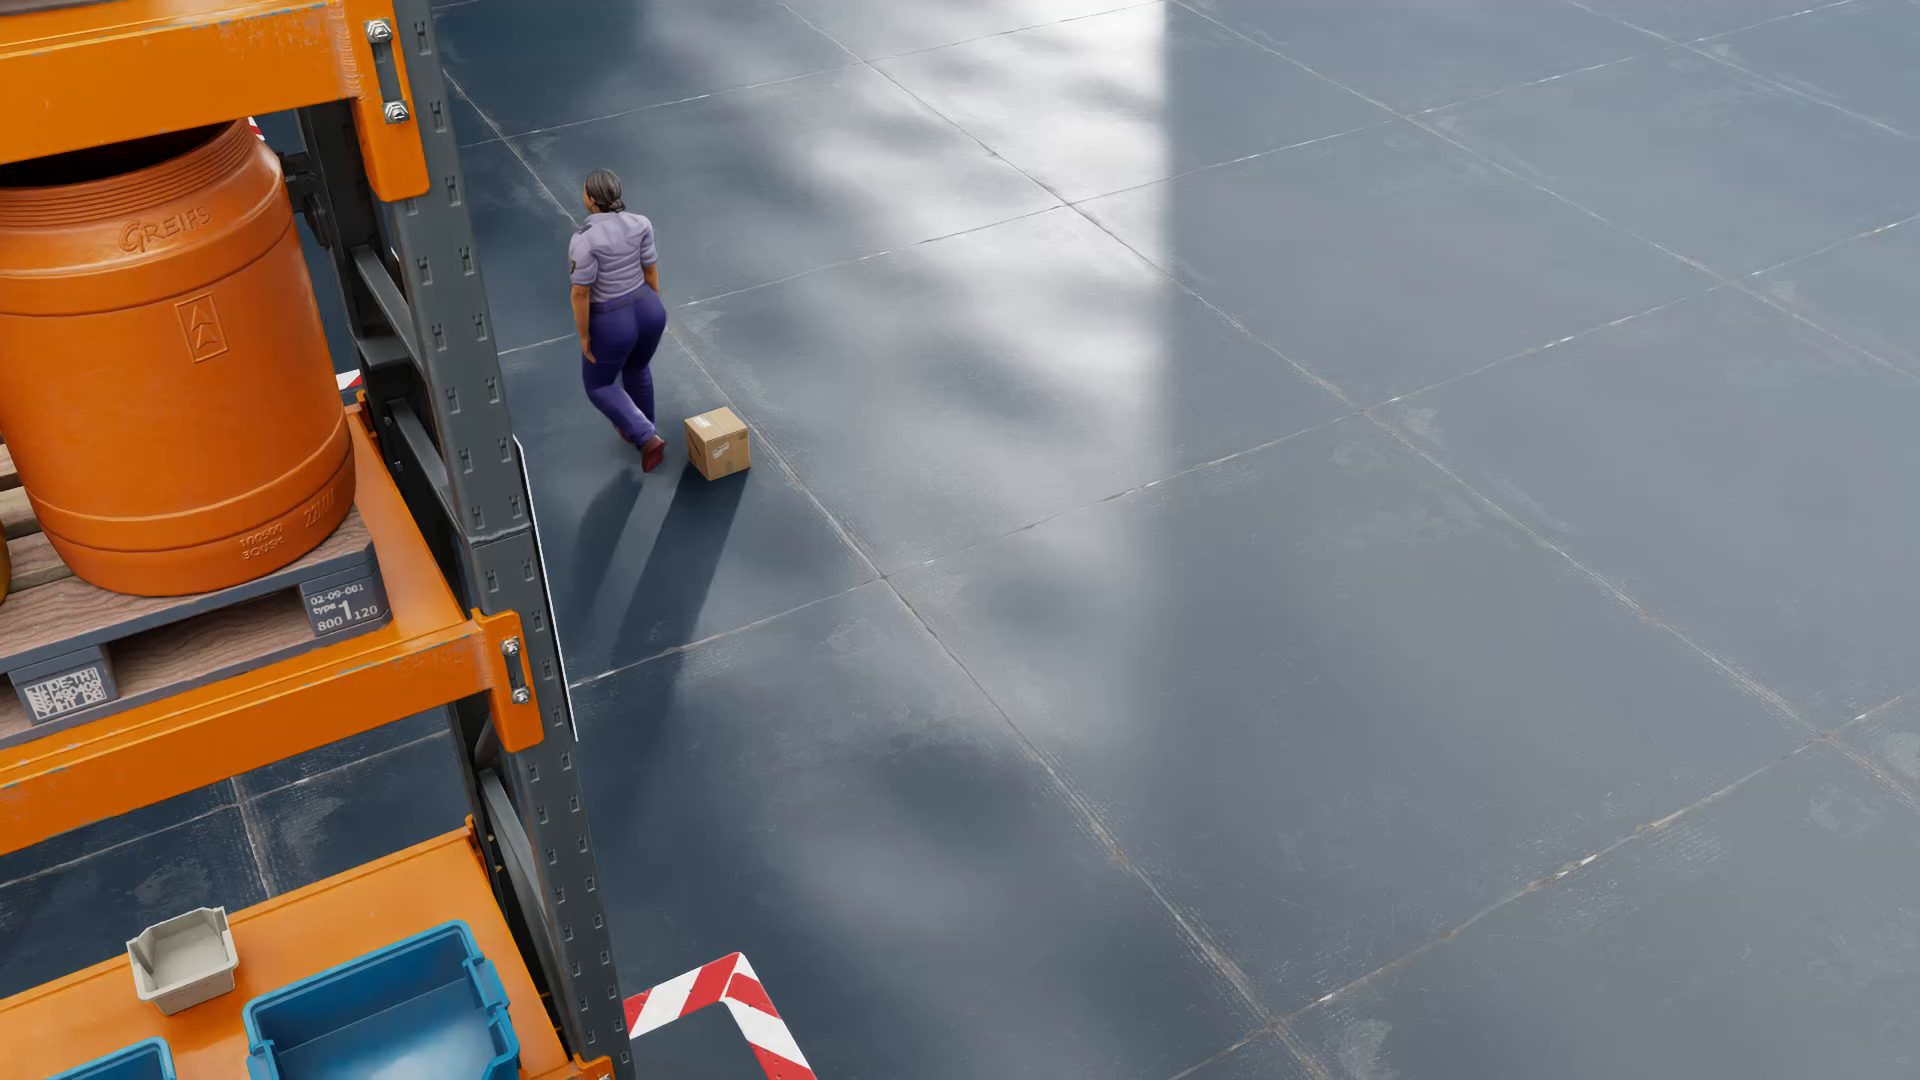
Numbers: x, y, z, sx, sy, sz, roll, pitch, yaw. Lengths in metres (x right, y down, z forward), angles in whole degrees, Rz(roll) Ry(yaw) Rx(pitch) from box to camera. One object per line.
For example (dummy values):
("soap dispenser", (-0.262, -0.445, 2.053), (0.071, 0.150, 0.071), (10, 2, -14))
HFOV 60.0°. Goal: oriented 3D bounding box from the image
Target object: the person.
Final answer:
("person", (-1.687, -1.076, 8.330), (0.496, 1.626, 0.642), (-29, 46, -33))
